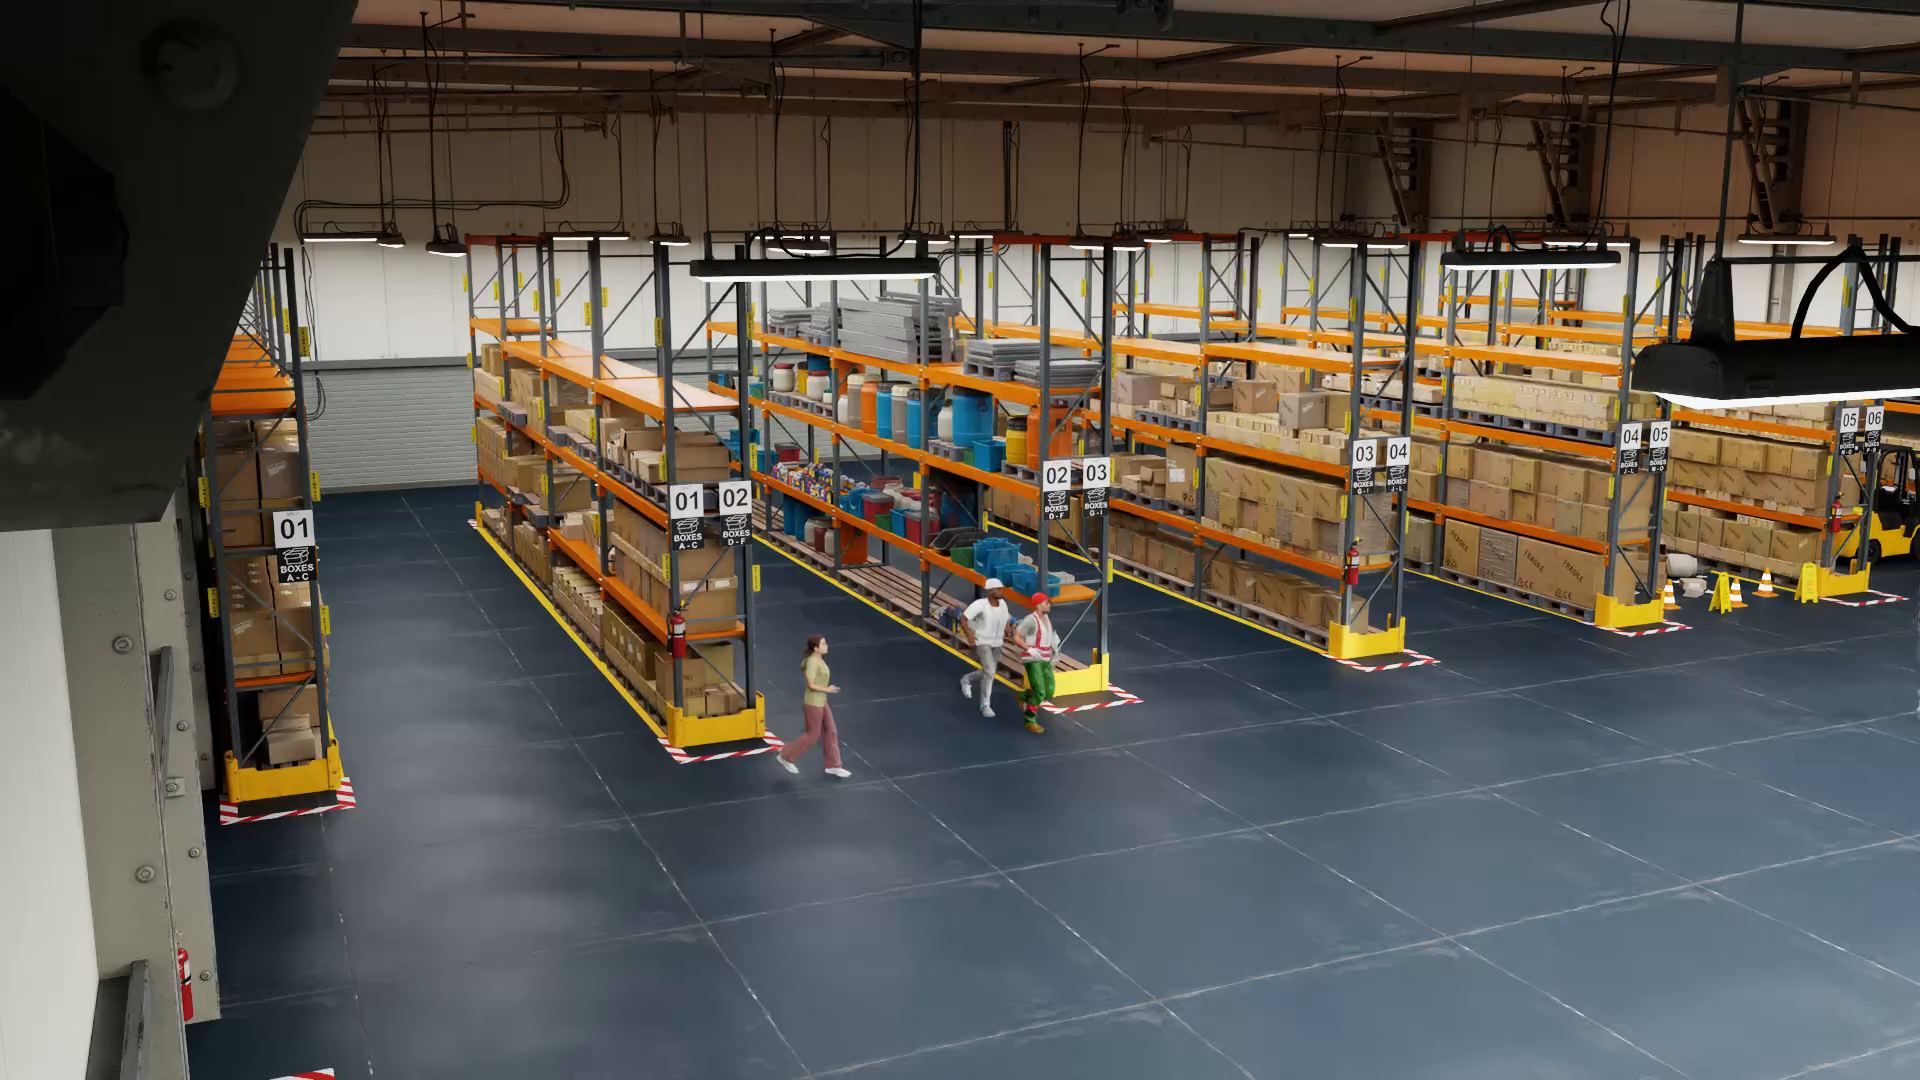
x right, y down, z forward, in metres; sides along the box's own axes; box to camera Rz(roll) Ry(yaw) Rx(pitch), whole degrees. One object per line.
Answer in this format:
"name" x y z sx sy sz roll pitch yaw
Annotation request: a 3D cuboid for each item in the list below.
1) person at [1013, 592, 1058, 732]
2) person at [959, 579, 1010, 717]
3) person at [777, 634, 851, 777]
"person" 0.943 1.499 20.976 0.609 1.708 0.672 9 14 38
"person" 0.350 1.353 21.701 0.744 1.736 0.820 -9 14 -40
"person" -1.675 1.894 18.987 0.849 1.691 0.597 0 11 1
